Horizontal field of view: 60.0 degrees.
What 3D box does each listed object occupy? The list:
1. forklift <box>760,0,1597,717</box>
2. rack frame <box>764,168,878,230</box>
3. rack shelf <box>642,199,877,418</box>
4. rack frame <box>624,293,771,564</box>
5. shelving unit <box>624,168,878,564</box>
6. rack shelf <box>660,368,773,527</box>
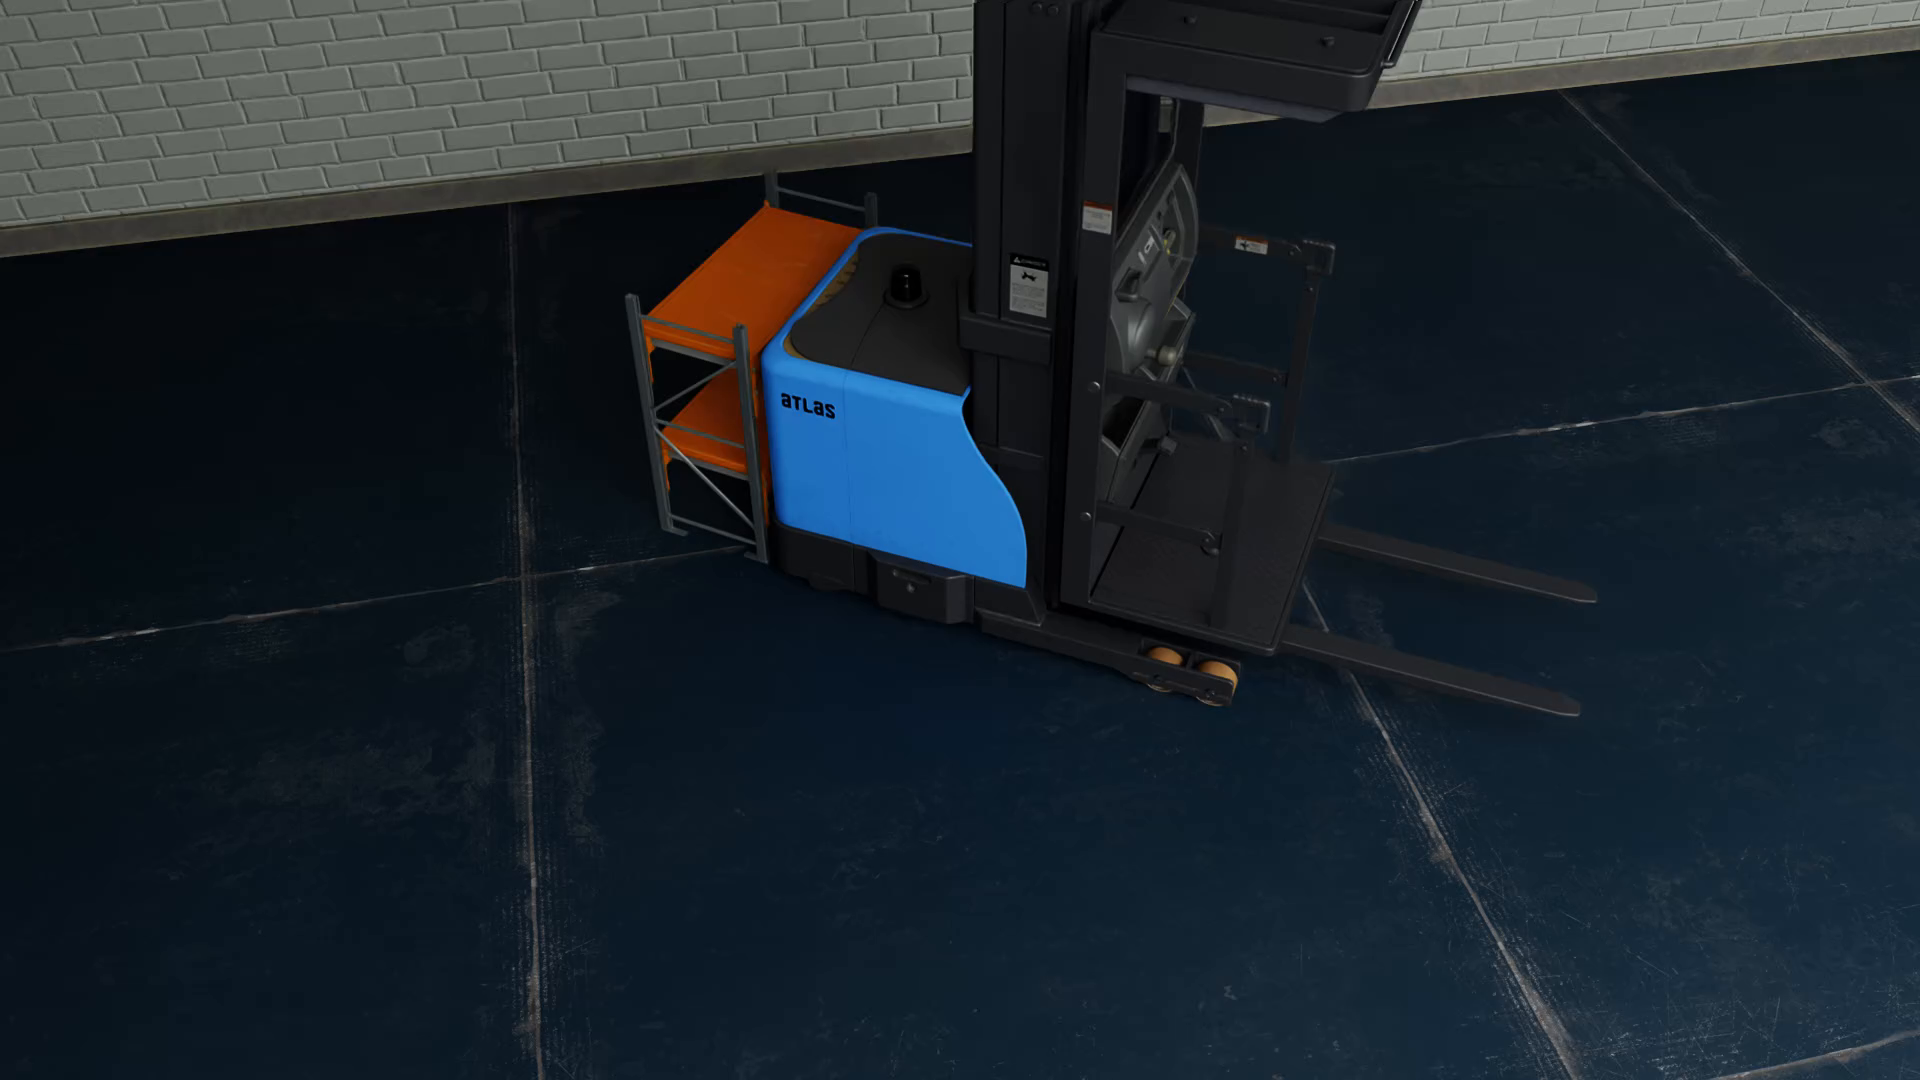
[{"bbox_3d":[0.843,-0.893,5.548,3.031,2.935,1.130,14,44,16],"label":"forklift"},{"bbox_3d":[-0.562,-1.016,7.047,0.500,1.125,0.032,17,44,18],"label":"rack frame"},{"bbox_3d":[-0.776,-0.928,6.508,0.538,0.278,1.000,17,44,18],"label":"rack shelf"},{"bbox_3d":[-0.991,-0.403,6.357,0.500,1.125,0.032,17,44,18],"label":"rack frame"},{"bbox_3d":[-0.776,-0.709,6.702,0.538,1.125,1.048,17,44,18],"label":"shelving unit"},{"bbox_3d":[-0.776,-0.527,6.864,0.538,0.278,1.000,17,44,18],"label":"rack shelf"}]
